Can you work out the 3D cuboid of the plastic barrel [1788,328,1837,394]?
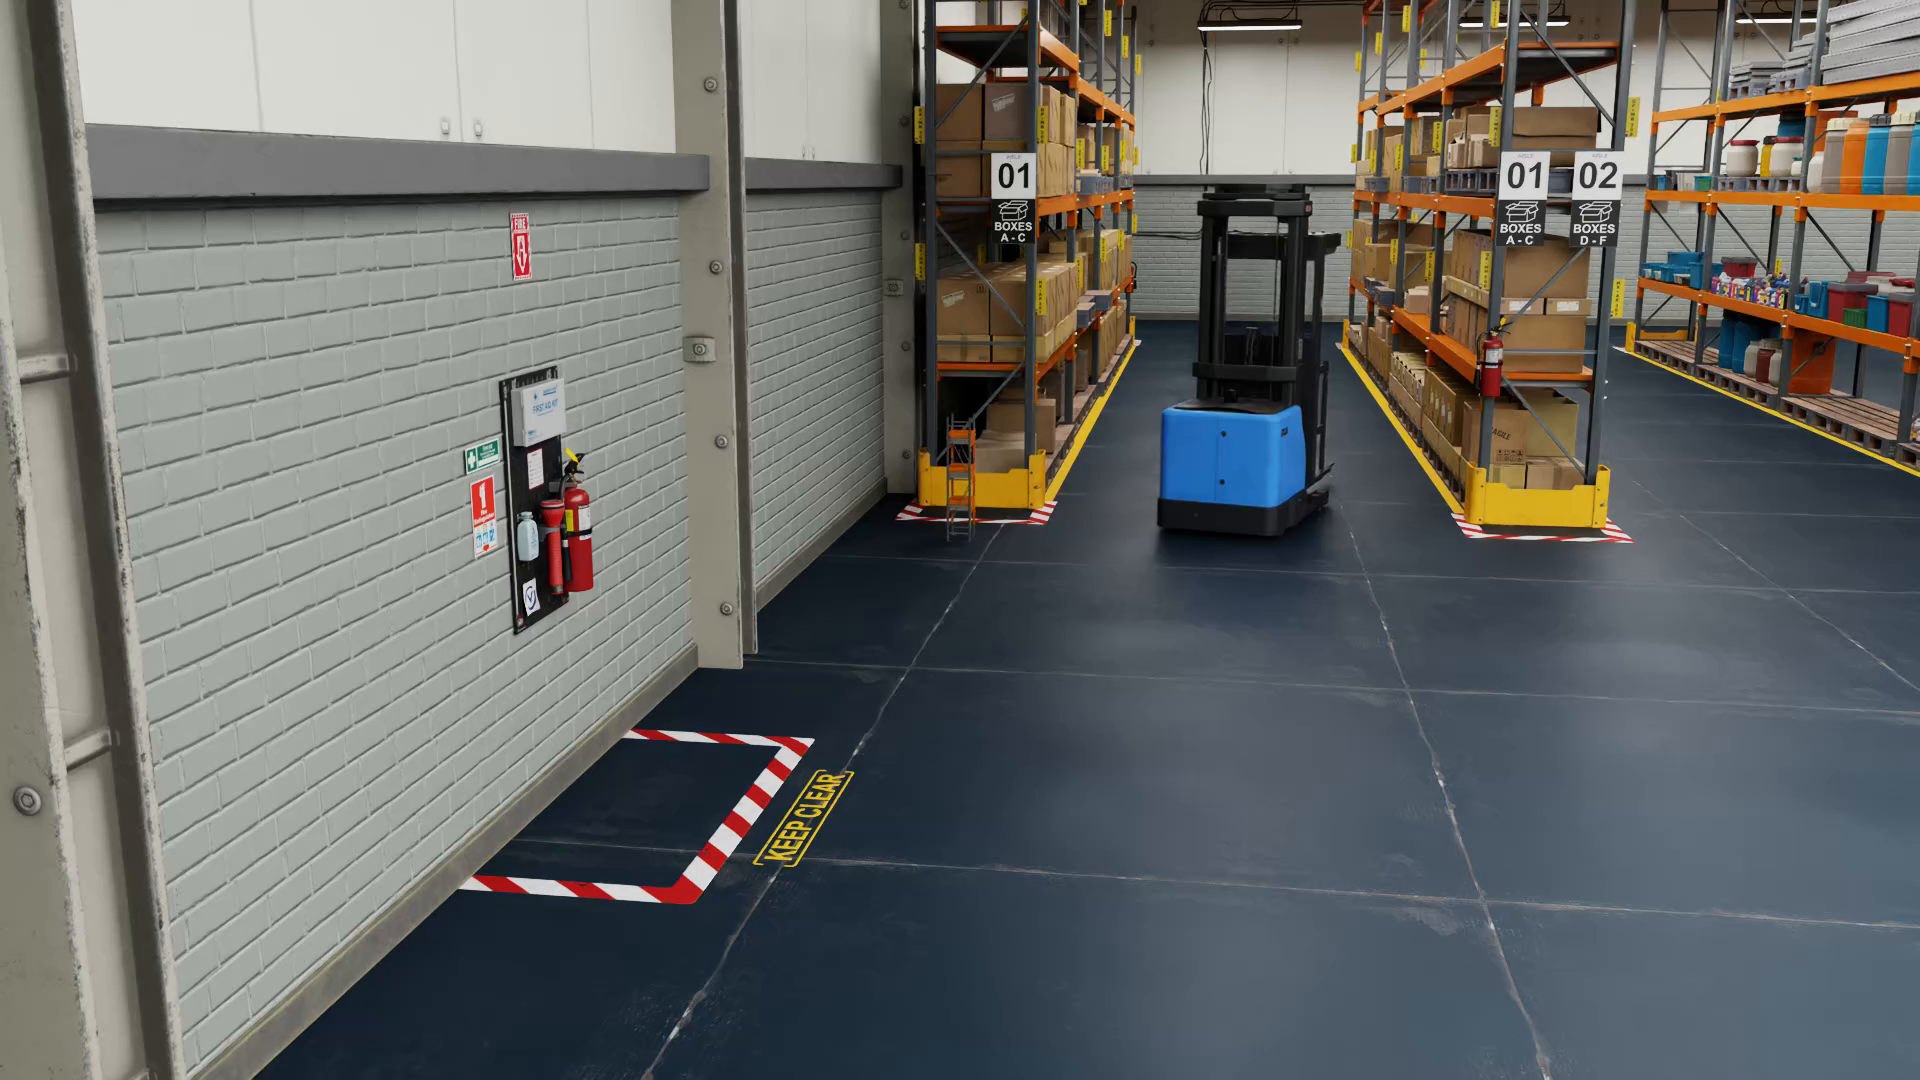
[{"bbox_3d":[11.268,-2.381,22.074,0.600,0.830,0.708,2,12,9],"label":"plastic barrel"}]

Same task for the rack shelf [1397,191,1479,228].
[{"bbox_3d":[6.008,-3.993,19.991,1.077,0.370,4.000,2,12,9],"label":"rack shelf"}]

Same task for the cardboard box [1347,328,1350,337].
[{"bbox_3d":[7.142,-3.706,29.791,0.380,0.149,0.250,2,12,9],"label":"cardboard box"}]

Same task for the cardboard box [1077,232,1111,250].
[{"bbox_3d":[1.972,-4.434,24.678,0.500,0.250,0.500,2,12,7],"label":"cardboard box"}]

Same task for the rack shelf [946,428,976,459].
[{"bbox_3d":[0.008,-0.791,13.877,0.215,0.259,0.240,2,12,9],"label":"rack shelf"}]

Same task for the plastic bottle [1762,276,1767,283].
[{"bbox_3d":[12.084,-3.813,24.862,0.152,0.276,0.135,2,12,9],"label":"plastic bottle"}]

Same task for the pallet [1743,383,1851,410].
[{"bbox_3d":[11.290,-1.936,22.476,1.003,0.211,1.213,2,12,9],"label":"pallet"}]

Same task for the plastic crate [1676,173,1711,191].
[{"bbox_3d":[11.794,-5.756,26.744,0.437,0.282,0.530,2,12,9],"label":"plastic crate"}]

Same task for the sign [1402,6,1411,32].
[{"bbox_3d":[5.778,-6.739,21.496,0.100,0.325,0.005,2,12,9],"label":"sign"}]

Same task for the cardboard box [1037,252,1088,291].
[{"bbox_3d":[1.358,-3.621,22.392,0.700,0.500,0.500,0,12,2],"label":"cardboard box"}]

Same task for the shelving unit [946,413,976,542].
[{"bbox_3d":[0.008,-0.524,13.934,0.215,1.050,0.252,2,12,9],"label":"shelving unit"}]

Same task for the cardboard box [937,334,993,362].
[{"bbox_3d":[0.071,-1.829,15.671,0.500,0.250,0.500,2,12,9],"label":"cardboard box"}]

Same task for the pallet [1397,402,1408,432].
[{"bbox_3d":[5.961,-1.509,20.492,1.003,0.211,1.213,2,12,9],"label":"pallet"}]

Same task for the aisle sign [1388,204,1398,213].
[{"bbox_3d":[7.859,-6.235,29.636,0.394,0.787,0.004,2,12,9],"label":"aisle sign"}]

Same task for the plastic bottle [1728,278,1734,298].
[{"bbox_3d":[11.210,-3.662,24.142,0.061,0.283,0.133,2,12,9],"label":"plastic bottle"}]

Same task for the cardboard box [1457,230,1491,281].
[{"bbox_3d":[5.562,-2.948,17.234,0.700,0.500,0.500,2,12,9],"label":"cardboard box"}]

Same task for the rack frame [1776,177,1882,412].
[{"bbox_3d":[11.210,-3.134,21.414,1.000,3.000,0.127,2,12,9],"label":"rack frame"}]

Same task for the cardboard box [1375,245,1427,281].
[{"bbox_3d":[6.594,-4.145,24.874,0.700,0.500,0.500,4,13,18],"label":"cardboard box"}]

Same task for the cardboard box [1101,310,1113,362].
[{"bbox_3d":[1.930,-3.117,25.443,0.750,0.750,0.750,2,12,10],"label":"cardboard box"}]

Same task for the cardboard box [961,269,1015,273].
[{"bbox_3d":[0.293,-2.515,17.070,0.500,0.500,0.500,2,12,9],"label":"cardboard box"}]

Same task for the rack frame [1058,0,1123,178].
[{"bbox_3d":[2.036,-7.220,26.136,1.000,3.000,0.127,2,12,9],"label":"rack frame"}]

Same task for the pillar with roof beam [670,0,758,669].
[{"bbox_3d":[2.774,-3.507,8.908,9.100,9.000,0.400,2,12,9],"label":"pillar with roof beam"}]

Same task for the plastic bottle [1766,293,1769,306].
[{"bbox_3d":[10.967,-3.267,22.504,0.097,0.201,0.097,0,12,0],"label":"plastic bottle"}]

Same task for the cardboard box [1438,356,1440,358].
[{"bbox_3d":[6.479,-2.313,21.806,0.500,0.311,0.500,2,12,10],"label":"cardboard box"}]

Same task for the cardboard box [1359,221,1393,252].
[{"bbox_3d":[6.986,-5.095,27.906,0.500,0.500,0.500,2,12,8],"label":"cardboard box"}]

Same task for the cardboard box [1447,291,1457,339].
[{"bbox_3d":[5.639,-2.419,17.859,0.700,0.500,0.500,2,12,7],"label":"cardboard box"}]

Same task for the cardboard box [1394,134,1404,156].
[{"bbox_3d":[6.578,-5.517,23.881,0.600,0.600,0.600,1,12,6],"label":"cardboard box"}]

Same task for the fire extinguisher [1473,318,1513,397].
[{"bbox_3d":[4.608,-1.582,14.399,0.296,0.674,0.183,2,12,9],"label":"fire extinguisher"}]

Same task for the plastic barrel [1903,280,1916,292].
[{"bbox_3d":[11.071,-2.712,19.136,0.433,0.535,0.433,0,12,0],"label":"plastic barrel"}]

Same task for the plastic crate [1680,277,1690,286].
[{"bbox_3d":[11.732,-4.103,26.422,0.437,0.125,0.590,2,12,9],"label":"plastic crate"}]

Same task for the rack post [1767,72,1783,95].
[{"bbox_3d":[11.639,-6.229,22.725,0.937,0.300,0.954,3,13,15],"label":"rack post"}]

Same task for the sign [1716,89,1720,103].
[{"bbox_3d":[12.986,-7.560,28.477,0.100,0.325,0.005,2,12,9],"label":"sign"}]

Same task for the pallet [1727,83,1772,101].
[{"bbox_3d":[11.728,-6.438,23.904,1.003,0.211,1.213,2,12,9],"label":"pallet"}]

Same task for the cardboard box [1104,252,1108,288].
[{"bbox_3d":[1.838,-3.860,23.795,0.500,0.500,0.500,2,12,11],"label":"cardboard box"}]

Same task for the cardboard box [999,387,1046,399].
[{"bbox_3d":[0.685,-1.398,18.249,0.500,0.500,0.500,1,12,4],"label":"cardboard box"}]

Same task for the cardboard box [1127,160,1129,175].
[{"bbox_3d":[2.646,-6.389,28.523,0.500,0.250,0.500,2,12,7],"label":"cardboard box"}]

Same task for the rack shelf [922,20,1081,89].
[{"bbox_3d":[0.498,-4.785,16.552,1.077,0.370,4.000,2,12,9],"label":"rack shelf"}]

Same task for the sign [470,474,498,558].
[{"bbox_3d":[-2.084,-0.107,7.283,0.001,0.329,0.234,2,12,9],"label":"sign"}]

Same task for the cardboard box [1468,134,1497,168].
[{"bbox_3d":[5.088,-3.690,15.759,0.500,0.311,0.500,3,13,15],"label":"cardboard box"}]

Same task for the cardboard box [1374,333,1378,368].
[{"bbox_3d":[6.461,-2.813,24.814,0.500,0.500,0.500,2,12,9],"label":"cardboard box"}]

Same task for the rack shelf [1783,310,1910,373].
[{"bbox_3d":[10.902,-2.366,19.558,1.077,0.370,4.000,2,12,9],"label":"rack shelf"}]

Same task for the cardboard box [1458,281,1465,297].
[{"bbox_3d":[5.312,-2.566,17.003,0.380,0.149,0.250,1,12,7],"label":"cardboard box"}]

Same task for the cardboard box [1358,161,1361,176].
[{"bbox_3d":[7.126,-6.395,28.598,0.500,0.250,0.500,2,12,9],"label":"cardboard box"}]

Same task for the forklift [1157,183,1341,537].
[{"bbox_3d":[2.763,-1.722,15.026,1.130,2.935,3.031,6,13,24],"label":"forklift"}]

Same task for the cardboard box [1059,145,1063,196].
[{"bbox_3d":[0.744,-3.707,16.669,0.500,0.500,0.500,3,12,12],"label":"cardboard box"}]

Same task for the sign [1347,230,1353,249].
[{"bbox_3d":[7.010,-5.401,29.880,0.100,0.325,0.005,2,12,9],"label":"sign"}]

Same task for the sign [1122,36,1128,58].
[{"bbox_3d":[2.574,-7.700,25.959,0.100,0.325,0.005,2,12,9],"label":"sign"}]

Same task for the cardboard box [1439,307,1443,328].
[{"bbox_3d":[5.654,-2.586,19.190,0.396,0.266,0.258,2,12,7],"label":"cardboard box"}]

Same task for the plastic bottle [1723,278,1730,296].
[{"bbox_3d":[11.276,-3.720,24.440,0.097,0.271,0.097,0,12,0],"label":"plastic bottle"}]

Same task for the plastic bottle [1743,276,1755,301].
[{"bbox_3d":[11.141,-3.544,23.433,0.144,0.351,0.185,2,12,9],"label":"plastic bottle"}]

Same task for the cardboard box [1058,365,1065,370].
[{"bbox_3d":[0.932,-1.878,20.477,0.700,0.500,0.500,2,12,8],"label":"cardboard box"}]

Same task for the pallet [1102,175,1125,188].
[{"bbox_3d":[2.172,-5.880,27.250,1.003,0.211,1.213,2,12,9],"label":"pallet"}]

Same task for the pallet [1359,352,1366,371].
[{"bbox_3d":[7.038,-2.907,26.983,1.003,0.211,1.213,2,12,9],"label":"pallet"}]

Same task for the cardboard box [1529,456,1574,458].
[{"bbox_3d":[5.461,-0.699,15.649,0.500,0.250,0.500,2,12,9],"label":"cardboard box"}]

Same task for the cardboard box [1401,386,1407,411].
[{"bbox_3d":[5.716,-1.737,20.462,0.500,0.250,0.500,2,12,10],"label":"cardboard box"}]
